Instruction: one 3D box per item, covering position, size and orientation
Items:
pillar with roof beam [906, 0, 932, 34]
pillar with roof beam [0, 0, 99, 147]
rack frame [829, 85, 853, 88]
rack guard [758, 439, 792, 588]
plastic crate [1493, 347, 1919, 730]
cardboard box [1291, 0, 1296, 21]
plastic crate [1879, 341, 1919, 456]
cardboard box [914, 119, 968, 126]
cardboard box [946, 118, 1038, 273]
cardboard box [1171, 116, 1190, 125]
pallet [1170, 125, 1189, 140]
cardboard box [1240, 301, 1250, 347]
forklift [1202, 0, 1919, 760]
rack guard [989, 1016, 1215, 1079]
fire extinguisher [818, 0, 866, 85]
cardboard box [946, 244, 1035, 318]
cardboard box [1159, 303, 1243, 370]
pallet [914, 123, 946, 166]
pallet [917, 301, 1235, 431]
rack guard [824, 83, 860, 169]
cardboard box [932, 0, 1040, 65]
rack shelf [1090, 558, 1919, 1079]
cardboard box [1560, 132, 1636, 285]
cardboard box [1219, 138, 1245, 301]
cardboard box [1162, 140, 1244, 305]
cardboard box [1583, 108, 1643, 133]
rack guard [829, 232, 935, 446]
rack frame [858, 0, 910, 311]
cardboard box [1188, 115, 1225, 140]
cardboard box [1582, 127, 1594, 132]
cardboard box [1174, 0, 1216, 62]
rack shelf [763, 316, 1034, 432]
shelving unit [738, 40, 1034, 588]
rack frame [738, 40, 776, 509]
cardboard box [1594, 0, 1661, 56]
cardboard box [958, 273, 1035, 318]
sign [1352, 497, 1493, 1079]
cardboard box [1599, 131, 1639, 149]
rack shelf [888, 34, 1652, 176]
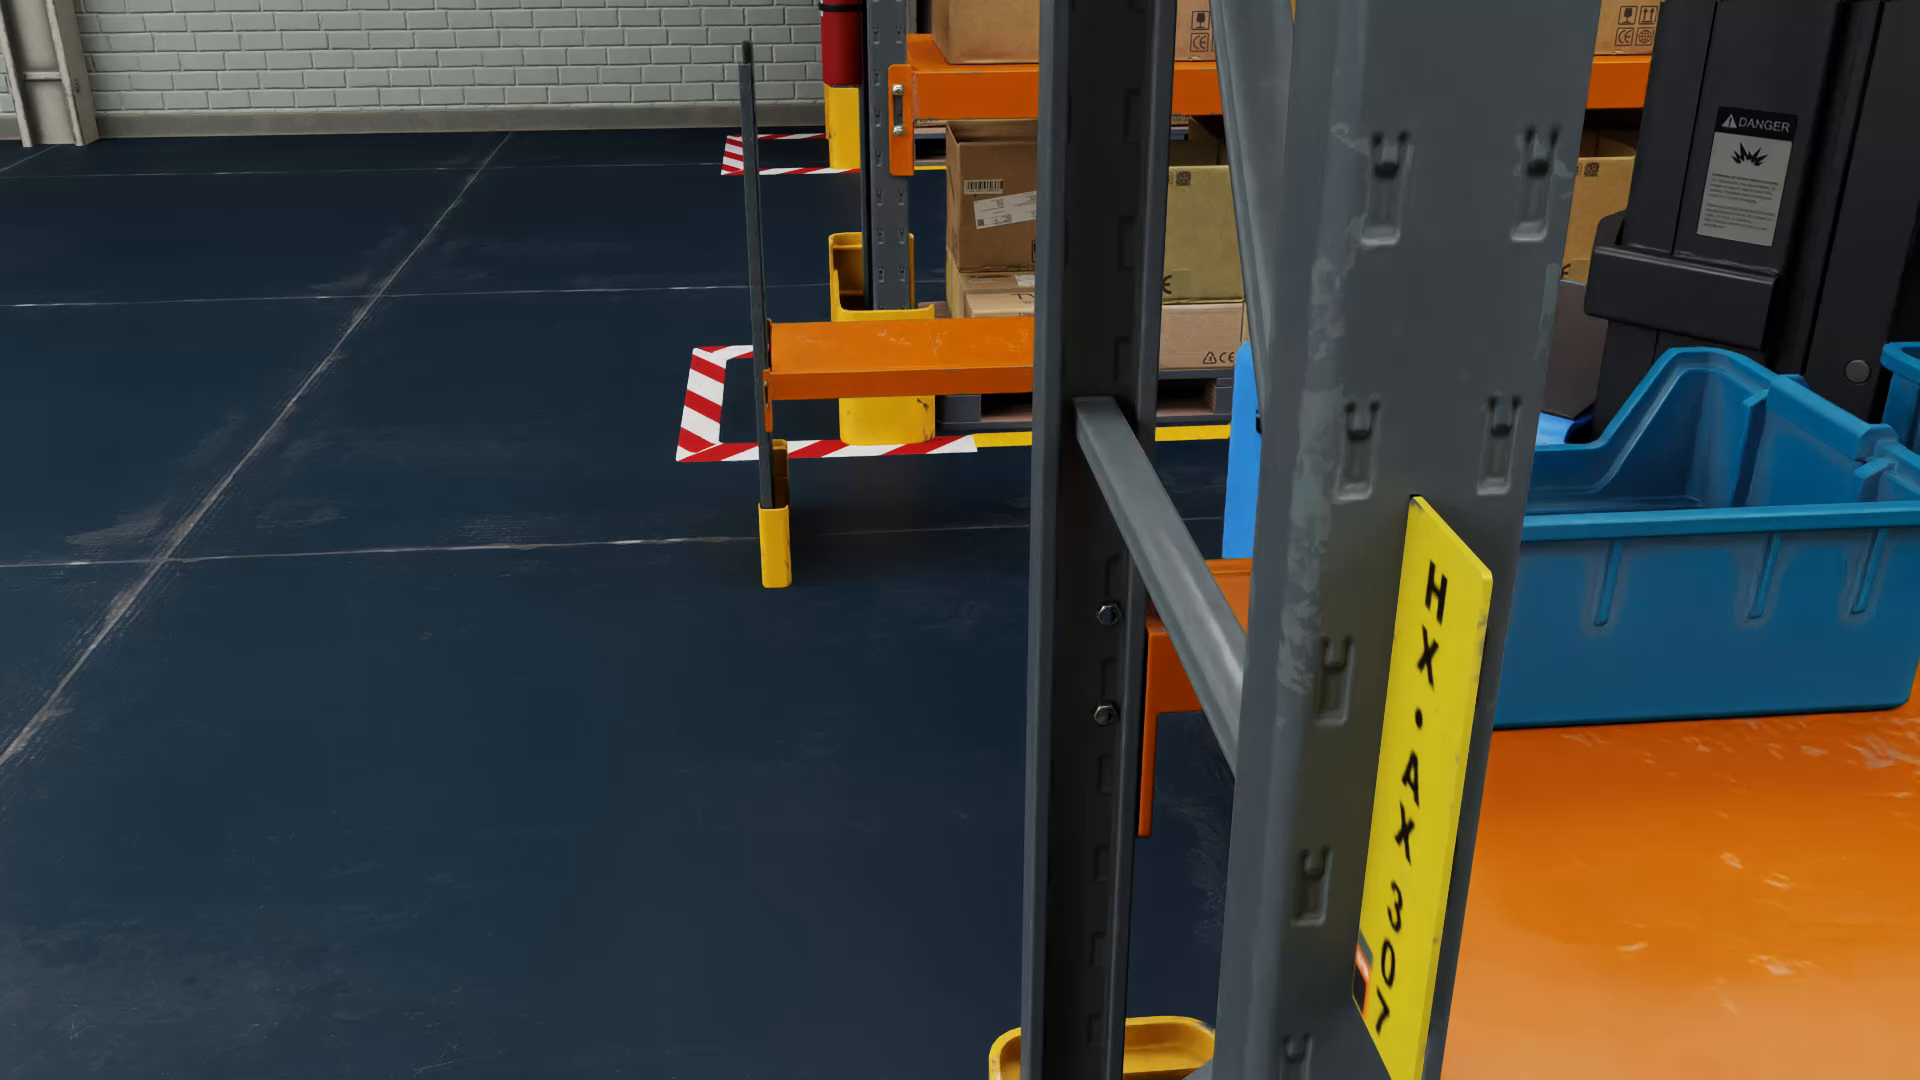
[{"bbox_3d":[0.254,-5.334,6.172,0.400,9.000,9.100,-2,24,-5],"label":"pillar with roof beam"},{"bbox_3d":[-5.717,-5.095,5.633,0.400,9.000,9.100,-2,24,-5],"label":"pillar with roof beam"},{"bbox_3d":[-0.781,-3.955,10.456,0.127,3.000,1.000,-2,24,-5],"label":"rack frame"},{"bbox_3d":[-0.571,-0.091,5.148,0.087,0.250,0.587,-2,24,-5],"label":"rack guard"},{"bbox_3d":[0.662,-0.024,1.794,0.616,0.251,0.499,-2,24,-5],"label":"plastic crate"},{"bbox_3d":[1.193,-2.053,6.052,0.500,0.500,0.700,-2,24,-5],"label":"cardboard box"},{"bbox_3d":[1.309,-0.048,1.847,0.408,0.251,0.499,-2,24,-5],"label":"plastic crate"},{"bbox_3d":[-0.083,-2.919,10.893,0.500,0.311,0.500,-5,24,-11],"label":"cardboard box"},{"bbox_3d":[0.214,-1.373,6.591,0.500,0.500,0.500,-2,24,-5],"label":"cardboard box"},{"bbox_3d":[1.219,-3.037,10.926,0.500,0.500,0.700,-4,24,-8],"label":"cardboard box"},{"bbox_3d":[1.318,-2.750,11.177,1.213,0.211,1.003,-2,24,-5],"label":"pallet"},{"bbox_3d":[1.260,-0.861,6.363,0.500,0.250,0.500,-2,24,-5],"label":"cardboard box"},{"bbox_3d":[1.977,-0.506,2.779,1.130,2.935,3.031,-22,32,-40],"label":"forklift"},{"bbox_3d":[0.264,1.169,2.004,0.348,0.500,1.175,-2,24,-5],"label":"rack guard"},{"bbox_3d":[-0.453,-2.101,6.379,0.183,0.674,0.296,-2,24,-5],"label":"fire extinguisher"},{"bbox_3d":[0.215,-1.030,6.742,0.500,0.250,0.500,-2,24,-5],"label":"cardboard box"},{"bbox_3d":[0.763,-0.842,6.319,0.500,0.250,0.500,-2,24,-5],"label":"cardboard box"},{"bbox_3d":[0.107,-2.702,11.070,1.213,0.211,1.003,-2,24,-5],"label":"pallet"},{"bbox_3d":[0.467,-0.727,6.625,1.213,0.211,1.003,-2,24,-5],"label":"pallet"},{"bbox_3d":[-0.705,-2.816,10.971,0.348,0.500,1.175,-2,24,-5],"label":"rack guard"},{"bbox_3d":[0.176,-2.012,5.962,0.500,0.500,0.700,-2,24,-5],"label":"cardboard box"},{"bbox_3d":[2.183,0.298,1.773,4.000,0.370,1.077,-2,24,-5],"label":"rack shelf"},{"bbox_3d":[2.255,-1.248,6.309,0.500,0.500,0.500,-2,24,-5],"label":"cardboard box"},{"bbox_3d":[1.259,-1.209,6.222,0.500,0.500,0.500,-2,24,-5],"label":"cardboard box"},{"bbox_3d":[0.763,-1.184,6.165,0.500,0.500,0.500,-2,24,-5],"label":"cardboard box"},{"bbox_3d":[2.701,-1.476,6.823,0.500,0.500,0.500,-2,24,-5],"label":"cardboard box"},{"bbox_3d":[-0.314,-0.810,6.457,0.348,0.500,1.175,-2,24,-5],"label":"rack guard"},{"bbox_3d":[-0.290,-1.953,5.952,0.127,3.000,1.000,-2,24,-5],"label":"rack frame"},{"bbox_3d":[1.208,-1.419,6.694,0.500,0.500,0.500,-2,24,-5],"label":"cardboard box"},{"bbox_3d":[2.203,-1.459,6.785,0.500,0.500,0.500,-2,24,-5],"label":"cardboard box"},{"bbox_3d":[0.698,-2.035,6.013,0.500,0.500,0.700,-2,24,-4],"label":"cardboard box"},{"bbox_3d":[-0.085,-0.518,5.011,1.000,0.185,0.538,-2,24,-5],"label":"rack shelf"},{"bbox_3d":[-0.076,-0.682,4.939,1.083,1.500,0.587,-2,24,-5],"label":"shelving unit"},{"bbox_3d":[-0.591,-0.662,4.892,0.032,1.500,0.500,-2,24,-5],"label":"rack frame"},{"bbox_3d":[2.226,-2.096,6.150,0.500,0.500,0.700,-2,24,-4],"label":"cardboard box"},{"bbox_3d":[0.265,-0.820,6.271,0.500,0.250,0.500,-2,24,-5],"label":"cardboard box"},{"bbox_3d":[0.243,0.145,0.890,0.005,0.325,0.100,-2,24,-5],"label":"sign"},{"bbox_3d":[2.752,-1.269,6.357,0.500,0.500,0.500,-2,24,-5],"label":"cardboard box"},{"bbox_3d":[1.700,-1.704,6.277,4.000,0.370,1.077,-2,24,-5],"label":"rack shelf"}]
